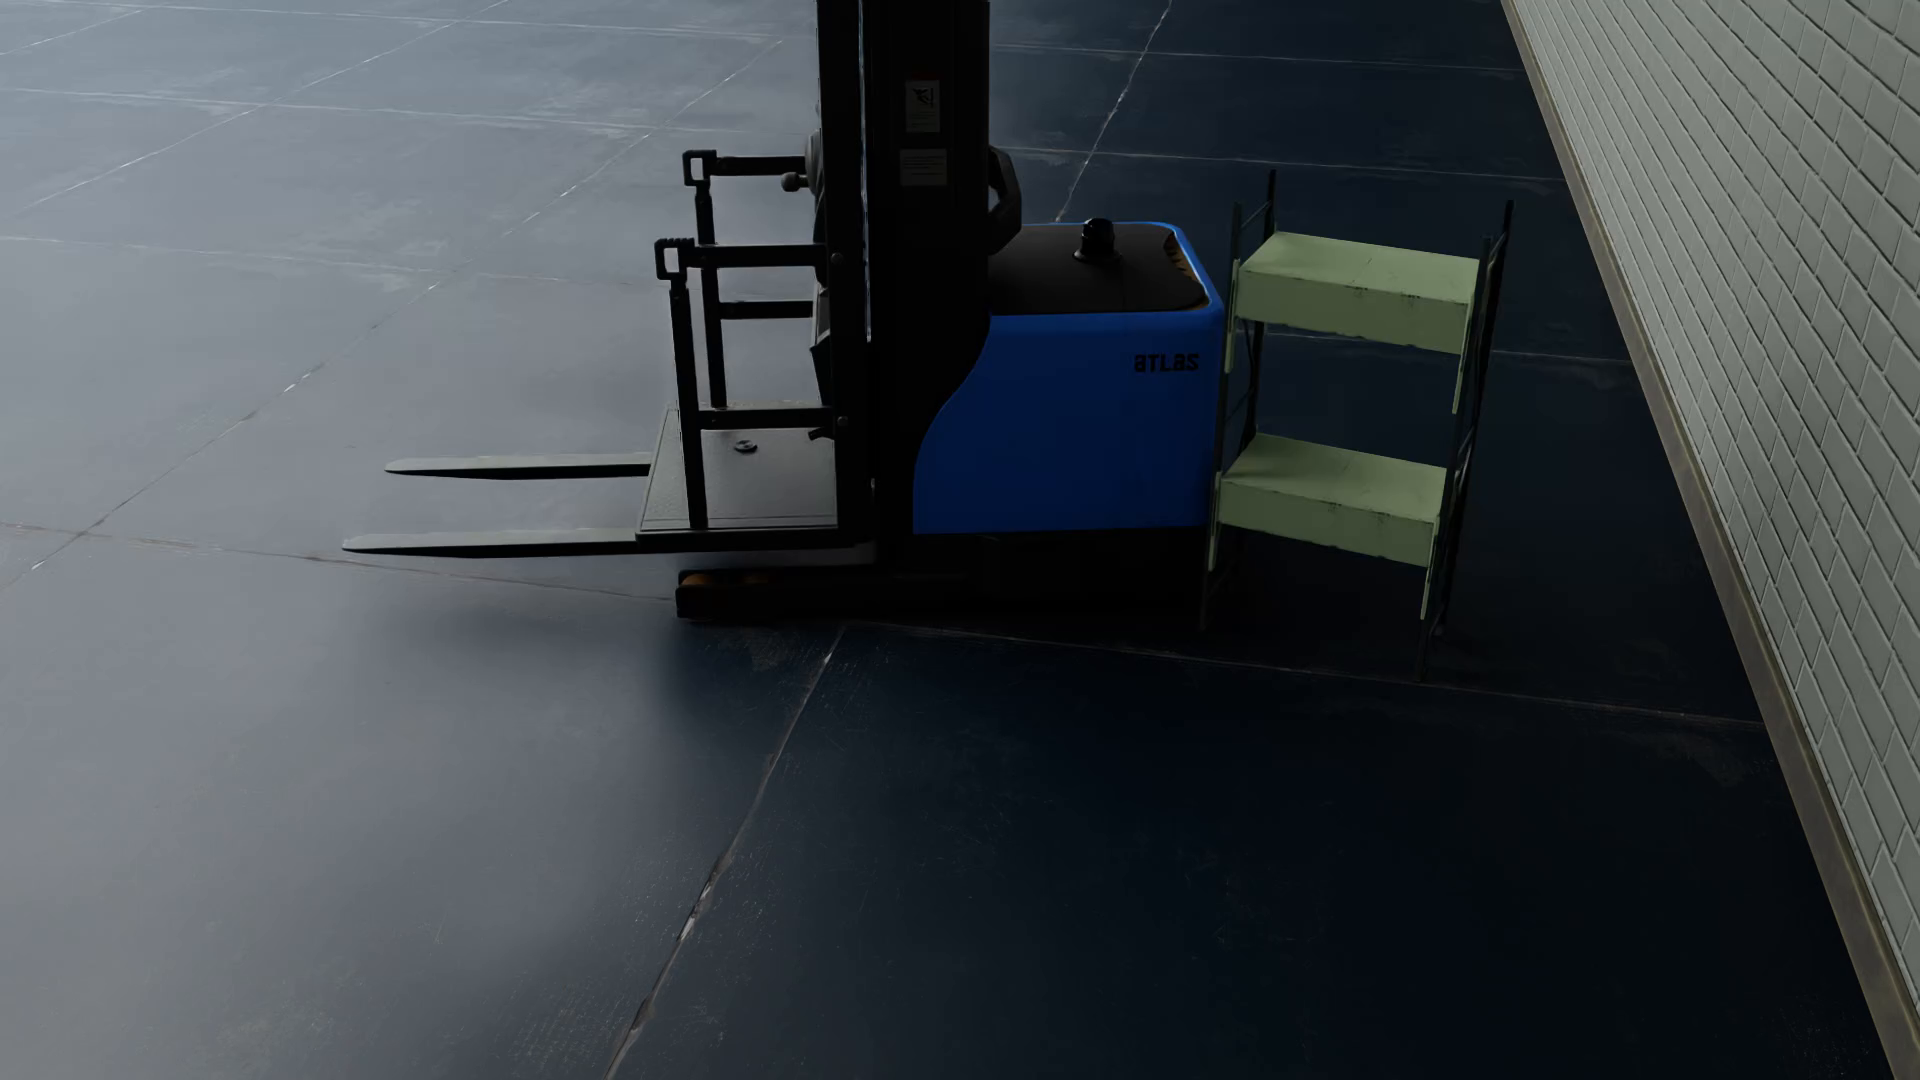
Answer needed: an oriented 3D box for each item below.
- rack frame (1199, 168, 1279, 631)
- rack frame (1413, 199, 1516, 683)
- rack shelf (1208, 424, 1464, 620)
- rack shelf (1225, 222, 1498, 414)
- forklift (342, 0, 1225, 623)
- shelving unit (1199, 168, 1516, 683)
[{"bbox_3d":[0.914,-0.435,5.483,0.023,1.500,0.400,13,31,23],"label":"rack frame"},{"bbox_3d":[1.572,-0.281,5.201,0.023,1.500,0.400,13,31,23],"label":"rack frame"},{"bbox_3d":[1.243,-0.072,5.498,0.720,0.370,0.431,13,31,23],"label":"rack shelf"},{"bbox_3d":[1.243,-0.700,5.154,0.720,0.370,0.431,13,31,23],"label":"rack shelf"},{"bbox_3d":[-0.642,-1.263,5.505,3.031,2.935,1.130,-2,29,-3],"label":"forklift"},{"bbox_3d":[1.243,-0.358,5.342,0.755,1.500,0.431,13,31,23],"label":"shelving unit"}]
